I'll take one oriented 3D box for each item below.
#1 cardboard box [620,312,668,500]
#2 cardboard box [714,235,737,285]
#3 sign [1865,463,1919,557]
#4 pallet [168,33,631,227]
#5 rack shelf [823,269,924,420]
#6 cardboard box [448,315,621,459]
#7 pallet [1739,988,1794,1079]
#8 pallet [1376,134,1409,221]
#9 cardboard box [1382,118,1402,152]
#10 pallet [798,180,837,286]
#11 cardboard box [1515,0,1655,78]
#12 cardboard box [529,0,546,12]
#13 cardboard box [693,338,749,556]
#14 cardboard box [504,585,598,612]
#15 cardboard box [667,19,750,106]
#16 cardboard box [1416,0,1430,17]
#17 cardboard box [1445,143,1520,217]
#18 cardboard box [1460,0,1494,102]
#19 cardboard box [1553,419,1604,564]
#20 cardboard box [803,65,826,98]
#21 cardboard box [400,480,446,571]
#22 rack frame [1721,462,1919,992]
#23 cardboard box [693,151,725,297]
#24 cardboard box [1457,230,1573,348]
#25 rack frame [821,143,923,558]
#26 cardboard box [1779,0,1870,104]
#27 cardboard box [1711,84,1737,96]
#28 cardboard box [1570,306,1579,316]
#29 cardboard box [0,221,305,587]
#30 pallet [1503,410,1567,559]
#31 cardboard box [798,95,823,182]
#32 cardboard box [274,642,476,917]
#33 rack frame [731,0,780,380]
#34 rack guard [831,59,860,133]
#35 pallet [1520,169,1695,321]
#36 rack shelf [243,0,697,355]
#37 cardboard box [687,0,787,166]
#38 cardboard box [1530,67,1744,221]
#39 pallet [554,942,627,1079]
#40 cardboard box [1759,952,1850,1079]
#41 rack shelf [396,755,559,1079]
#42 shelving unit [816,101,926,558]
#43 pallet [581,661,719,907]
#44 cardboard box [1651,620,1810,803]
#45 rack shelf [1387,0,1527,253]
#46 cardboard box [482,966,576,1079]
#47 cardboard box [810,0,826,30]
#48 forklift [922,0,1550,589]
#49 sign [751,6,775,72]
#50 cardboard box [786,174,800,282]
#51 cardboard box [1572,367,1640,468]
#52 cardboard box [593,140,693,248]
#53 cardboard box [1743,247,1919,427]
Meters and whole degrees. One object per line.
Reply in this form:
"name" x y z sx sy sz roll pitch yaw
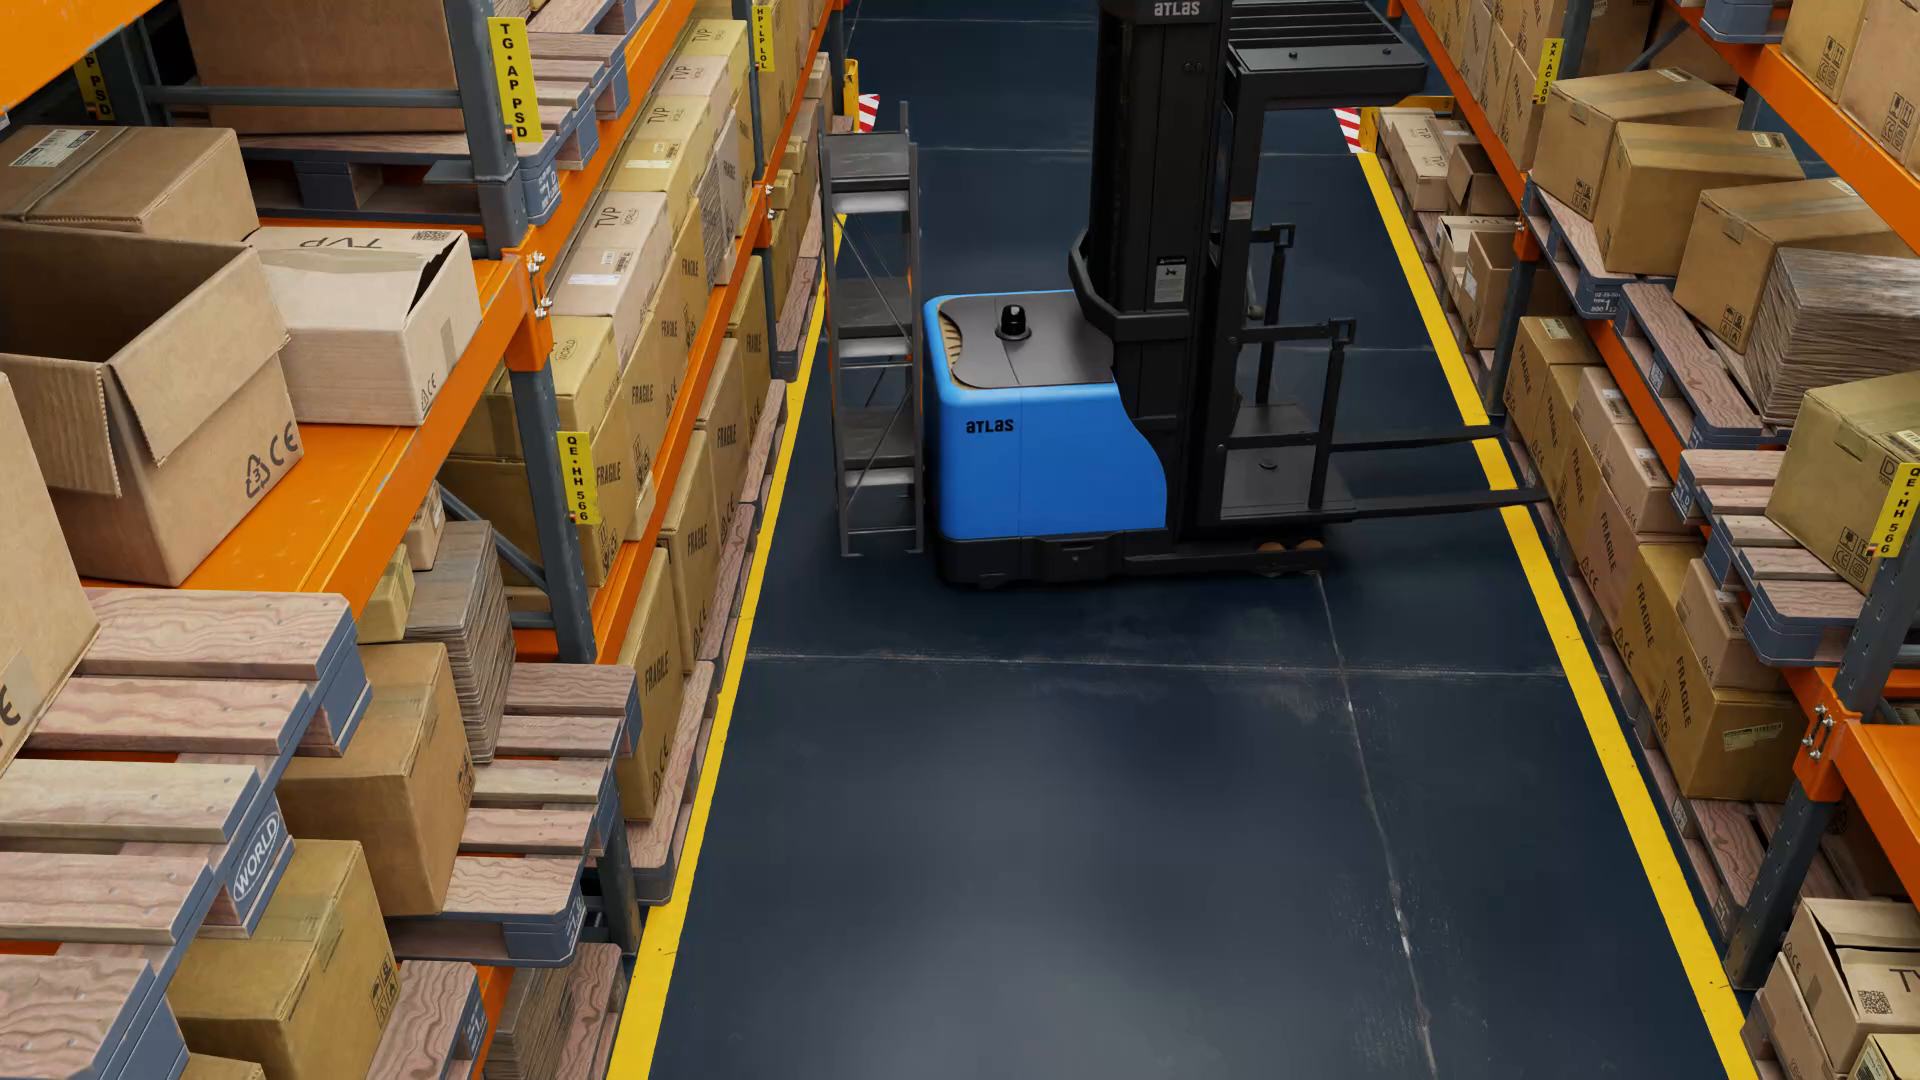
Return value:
"cardboard box" -1.376 -0.493 5.979 0.500 0.500 0.500 2 35 3
"cardboard box" -1.245 -1.304 7.698 0.380 0.149 0.250 1 35 2
"sign" 2.726 -0.084 4.823 0.100 0.325 0.005 1 35 2
"pallet" -1.709 -1.269 5.003 1.213 0.211 1.003 3 35 4
"rack shelf" -0.405 -0.917 7.753 0.431 0.518 0.480 -4 35 -5
"cardboard box" -1.404 -0.497 5.333 0.500 0.250 0.500 2 35 3
"pallet" 3.196 1.977 5.253 1.003 0.211 1.213 1 35 2
"pallet" 3.556 -2.589 11.751 1.003 0.211 1.213 1 35 2
"cardboard box" 3.220 -2.877 11.816 0.380 0.166 0.250 1 35 2
"pallet" -1.366 -2.043 10.974 1.003 0.211 1.213 1 35 2
"cardboard box" 3.191 -2.680 8.499 0.500 0.500 0.500 2 35 2
"cardboard box" -1.715 -2.099 5.550 0.700 0.500 0.500 3 35 4
"cardboard box" -1.450 -0.451 7.788 0.750 0.750 0.750 2 35 3
"cardboard box" -1.437 0.163 5.611 0.380 0.149 0.250 1 35 1
"cardboard box" -1.284 -2.249 7.827 0.500 0.250 0.500 2 35 3
"cardboard box" 3.293 -3.728 10.858 0.500 0.500 0.500 1 35 1
"cardboard box" 3.499 -2.172 10.520 0.797 0.503 0.637 1 35 2
"cardboard box" 3.230 -2.859 9.623 0.500 0.500 0.500 2 35 3
"cardboard box" 3.128 -0.225 7.753 0.500 0.500 0.500 2 35 2
"cardboard box" -1.121 -3.129 11.339 0.380 0.149 0.250 2 35 3
"cardboard box" -1.665 -0.035 4.658 0.380 0.149 0.250 -3 35 -4
"rack frame" 3.268 0.364 5.123 1.000 3.000 0.127 1 35 2
"cardboard box" -1.327 -1.364 7.219 0.500 0.500 0.500 1 35 2
"cardboard box" 3.169 -1.425 9.460 0.500 0.500 0.500 1 35 2
"rack frame" -0.379 -0.789 7.547 0.400 2.100 0.015 -4 35 -5
"cardboard box" 3.294 -1.747 5.431 0.910 0.500 0.500 1 35 2
"cardboard box" 3.722 -2.261 8.772 0.500 0.500 0.500 2 35 3
"cardboard box" 3.662 -1.250 9.376 0.500 0.311 0.500 1 35 2
"cardboard box" -1.826 -0.283 3.328 0.797 0.503 0.637 6 36 9
"pallet" 3.434 -0.325 8.529 1.003 0.211 1.213 1 35 2
"cardboard box" -1.308 -2.801 11.436 0.700 0.500 0.500 1 35 2
"cardboard box" -1.686 0.623 4.285 0.700 0.500 0.500 -2 35 -3
"rack frame" -1.521 -2.046 8.553 1.000 3.000 0.127 1 35 2
"rack guard" -1.359 -3.335 12.561 1.175 0.500 0.348 1 35 2
"pallet" 3.288 -1.399 7.798 1.003 0.211 1.213 1 35 2
"rack shelf" -1.601 -1.830 6.262 1.077 0.370 4.000 1 35 2
"cardboard box" -1.483 -2.480 8.909 0.980 0.700 0.700 2 35 3
"cardboard box" 3.187 -1.880 7.864 0.700 0.500 0.500 -10 36 -14
"pallet" -1.714 1.842 5.446 1.003 0.211 1.213 1 35 2
"cardboard box" 2.954 1.612 5.374 0.500 0.250 0.500 1 35 2
"rack shelf" -1.762 1.695 3.855 1.077 0.370 4.000 1 35 2
"shelving unit" -0.405 -0.929 7.745 0.431 2.100 0.503 -4 35 -5
"pallet" -1.574 0.942 6.727 1.003 0.211 1.213 1 35 2
"cardboard box" 3.071 0.664 6.487 0.500 0.500 0.500 3 35 4
"rack shelf" 3.509 -2.789 10.235 1.077 0.370 4.000 1 35 2
"cardboard box" -1.658 1.510 5.285 0.700 0.500 0.500 2 35 3
"cardboard box" -1.389 -3.755 10.724 0.980 0.700 0.700 1 35 2
"forklift" 1.356 -1.322 7.582 3.031 2.935 1.130 -4 35 -5
"sign" -0.978 -2.480 8.233 0.100 0.325 0.005 1 35 2
"cardboard box" -1.365 -1.911 10.169 0.700 0.500 0.500 1 35 1
"cardboard box" 3.126 -0.551 7.565 0.500 0.250 0.500 1 35 2
"cardboard box" -1.354 -1.370 6.576 0.500 0.250 0.500 1 35 1
"cardboard box" 3.409 -0.734 6.233 0.700 0.500 0.500 8 36 11
